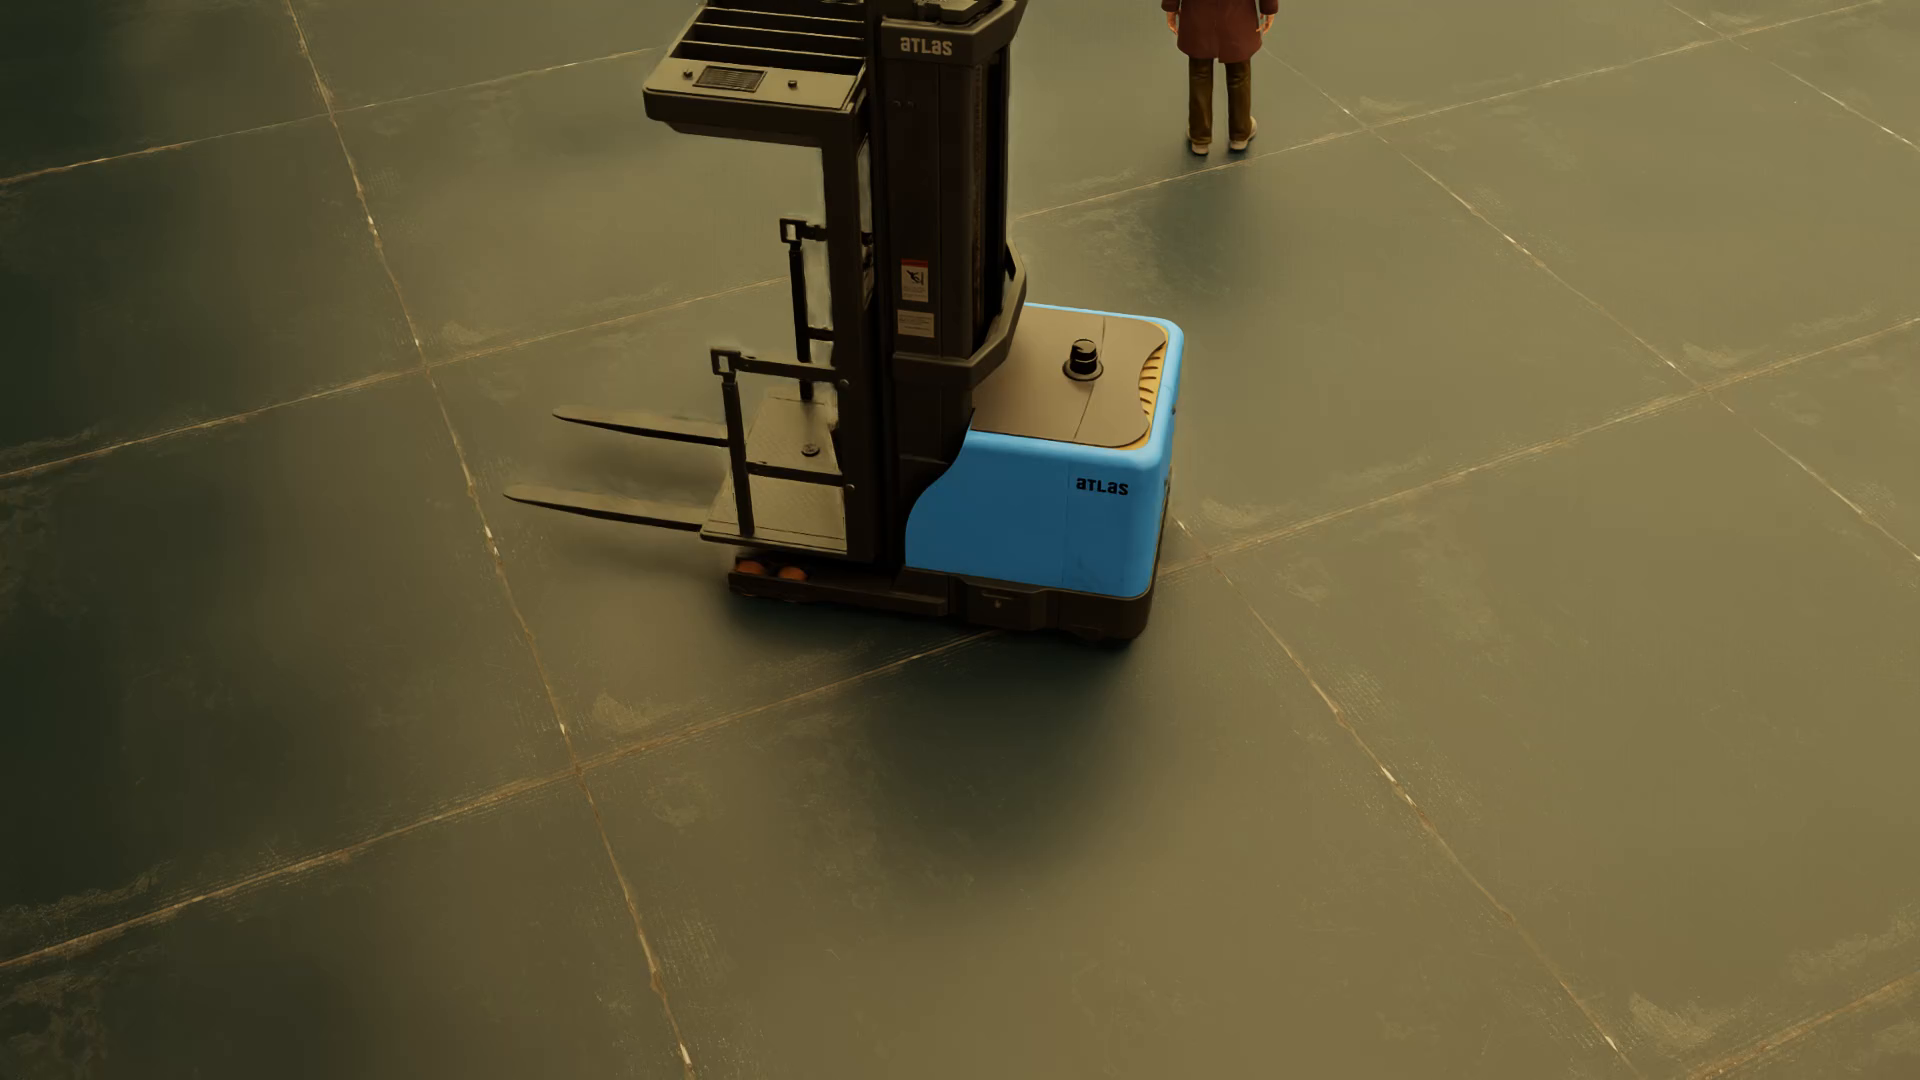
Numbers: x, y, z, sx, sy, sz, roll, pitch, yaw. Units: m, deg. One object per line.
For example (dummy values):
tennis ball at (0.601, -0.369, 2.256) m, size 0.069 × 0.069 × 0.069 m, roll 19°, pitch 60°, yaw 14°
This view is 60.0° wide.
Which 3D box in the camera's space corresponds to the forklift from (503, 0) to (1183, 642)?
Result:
forklift at (-0.579, -1.134, 6.895) m, size 3.031 × 2.935 × 1.130 m, roll 8°, pitch 44°, yaw 8°

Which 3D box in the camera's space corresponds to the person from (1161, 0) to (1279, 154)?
person at (1.550, -3.167, 9.913) m, size 0.692 × 1.781 × 0.570 m, roll 8°, pitch 44°, yaw 9°
